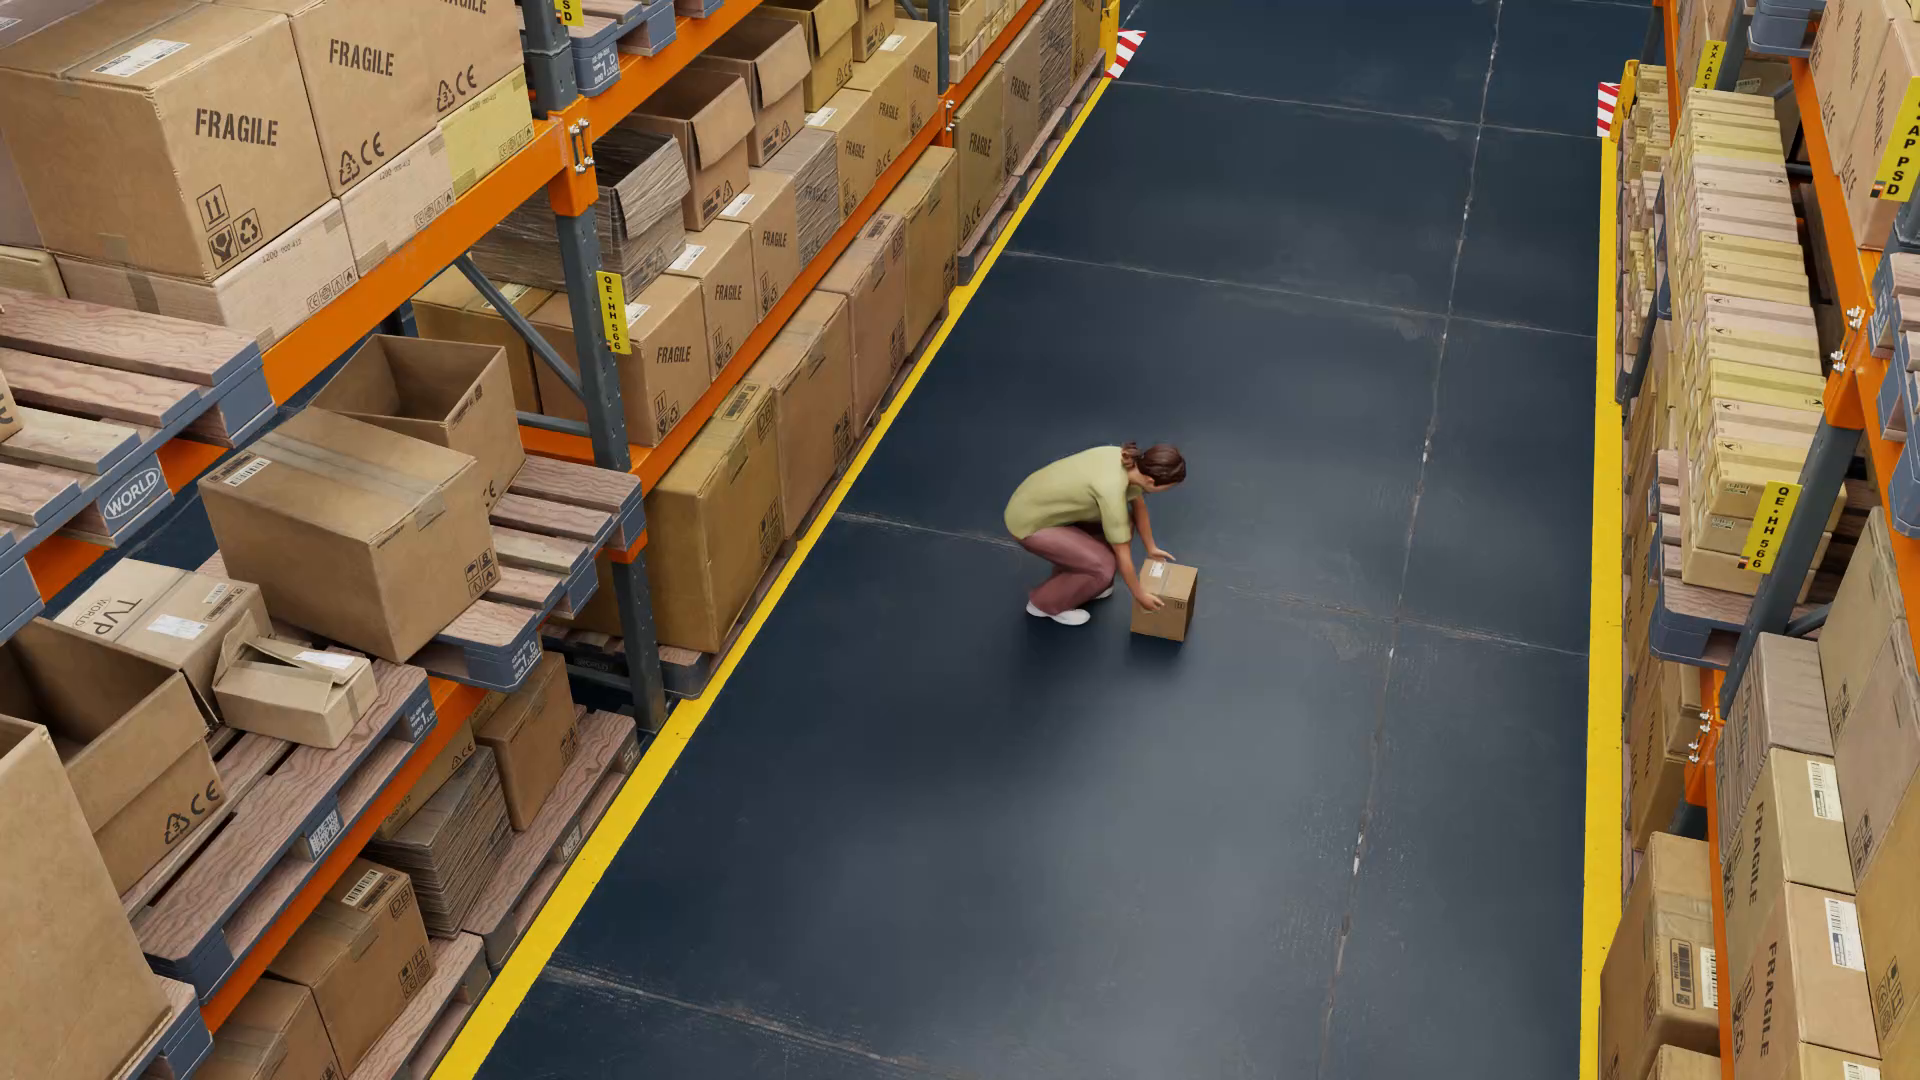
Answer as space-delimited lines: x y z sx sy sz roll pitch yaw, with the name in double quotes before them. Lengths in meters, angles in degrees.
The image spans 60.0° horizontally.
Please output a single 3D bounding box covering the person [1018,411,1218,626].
"person" 0.695 -0.086 7.523 0.873 1.051 0.421 9 38 12
